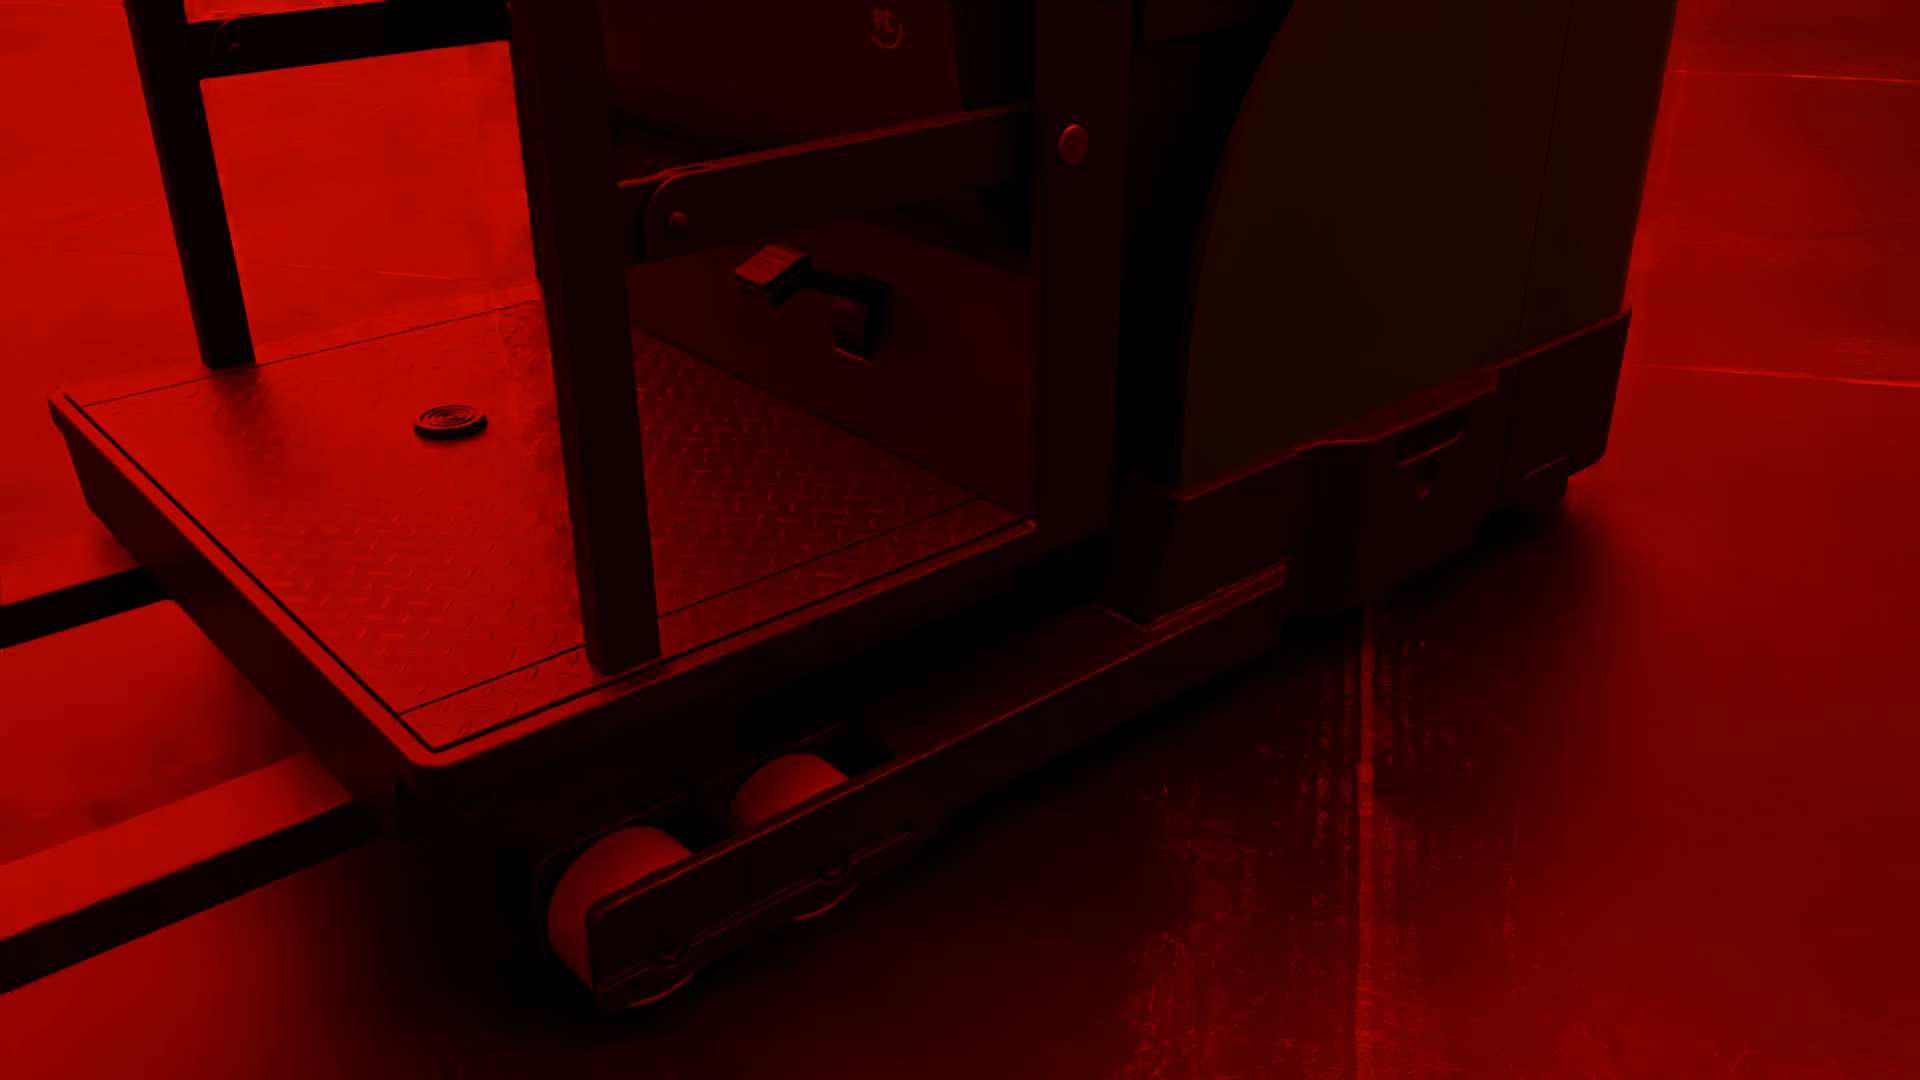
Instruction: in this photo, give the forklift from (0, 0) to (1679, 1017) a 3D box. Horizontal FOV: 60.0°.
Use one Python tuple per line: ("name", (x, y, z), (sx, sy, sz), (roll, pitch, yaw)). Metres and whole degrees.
("forklift", (-0.424, -1.127, 1.479), (3.031, 2.935, 1.130), (-21, 34, -36))
